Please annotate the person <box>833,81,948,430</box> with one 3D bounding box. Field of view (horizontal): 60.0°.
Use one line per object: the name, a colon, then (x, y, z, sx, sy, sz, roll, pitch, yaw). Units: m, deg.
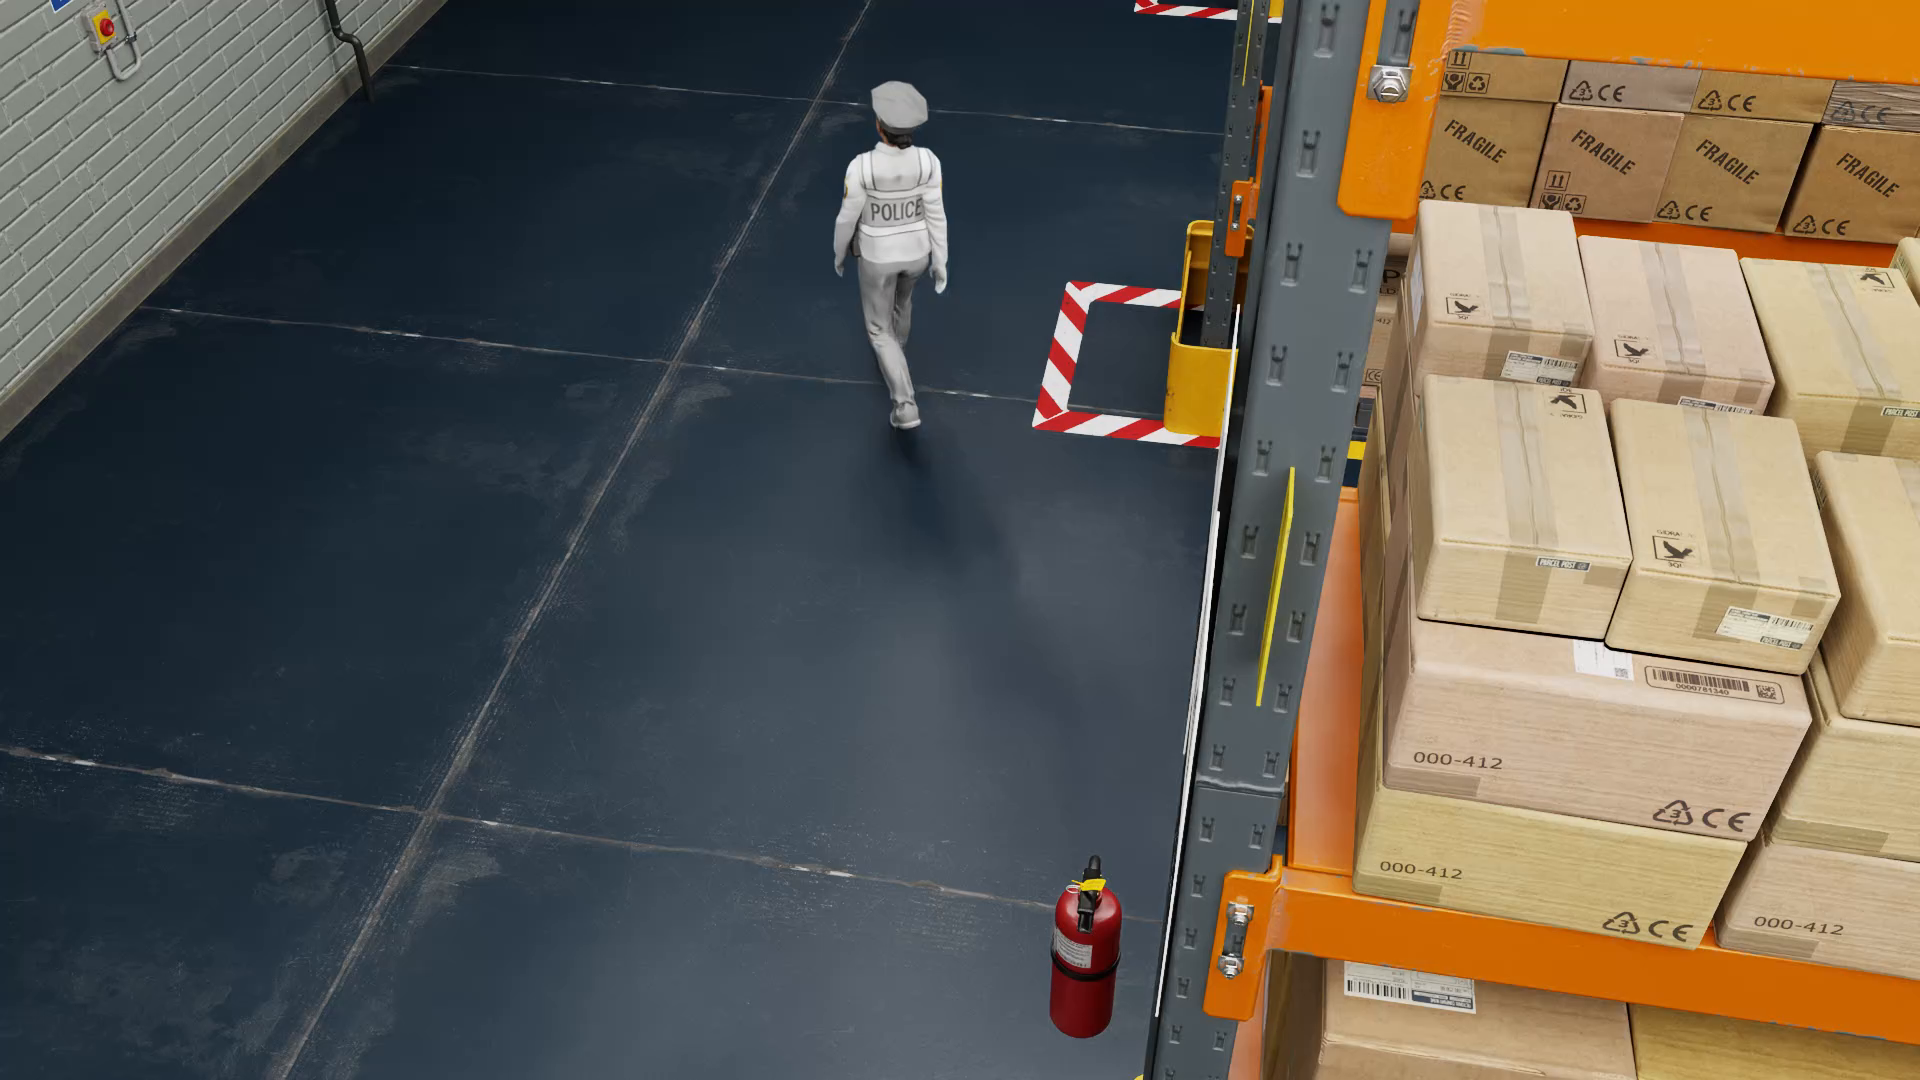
person: (-0.322, -1.325, 7.659, 0.496, 1.646, 0.905, -13, 42, -14)
